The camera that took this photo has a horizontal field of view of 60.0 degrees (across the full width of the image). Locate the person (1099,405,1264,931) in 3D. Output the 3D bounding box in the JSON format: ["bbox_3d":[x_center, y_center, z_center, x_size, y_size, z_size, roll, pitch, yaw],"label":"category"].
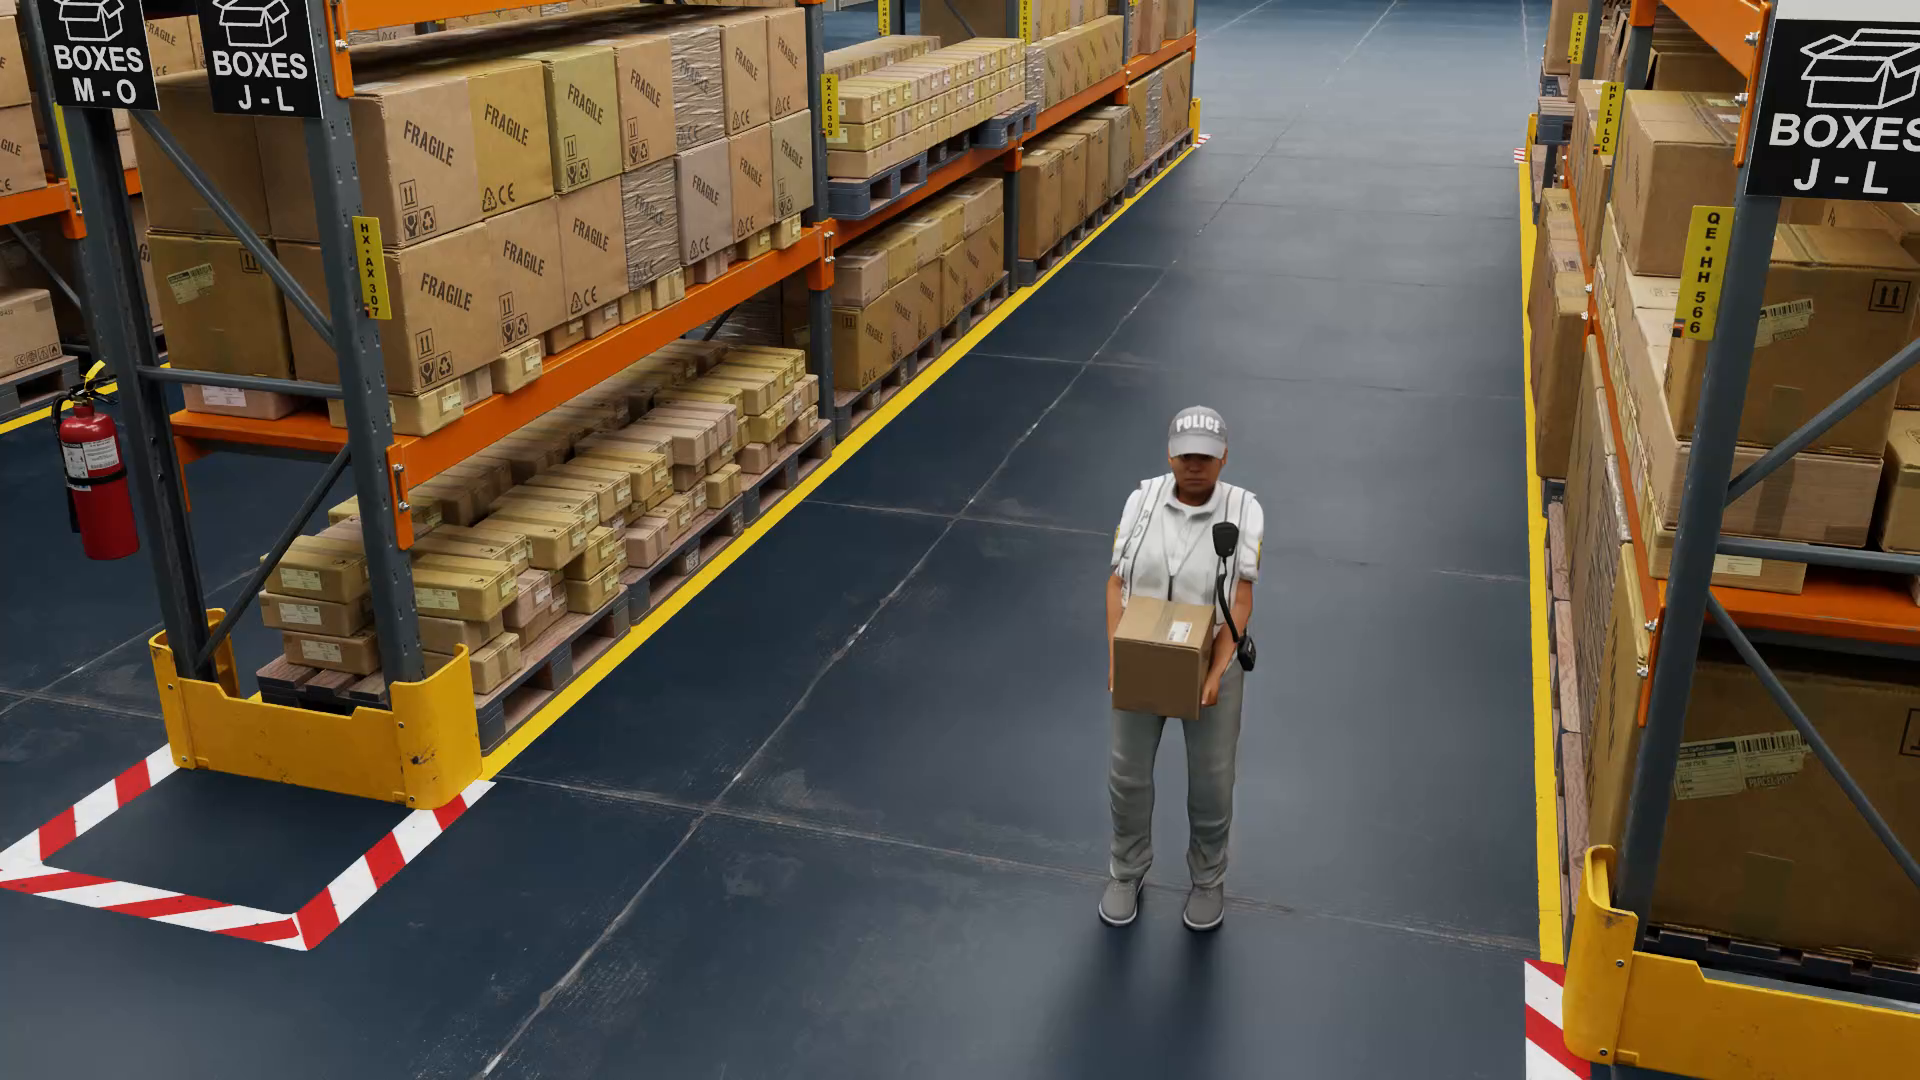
[{"bbox_3d":[0.657,0.419,5.067,0.453,1.660,0.543,7,23,16],"label":"person"}]
